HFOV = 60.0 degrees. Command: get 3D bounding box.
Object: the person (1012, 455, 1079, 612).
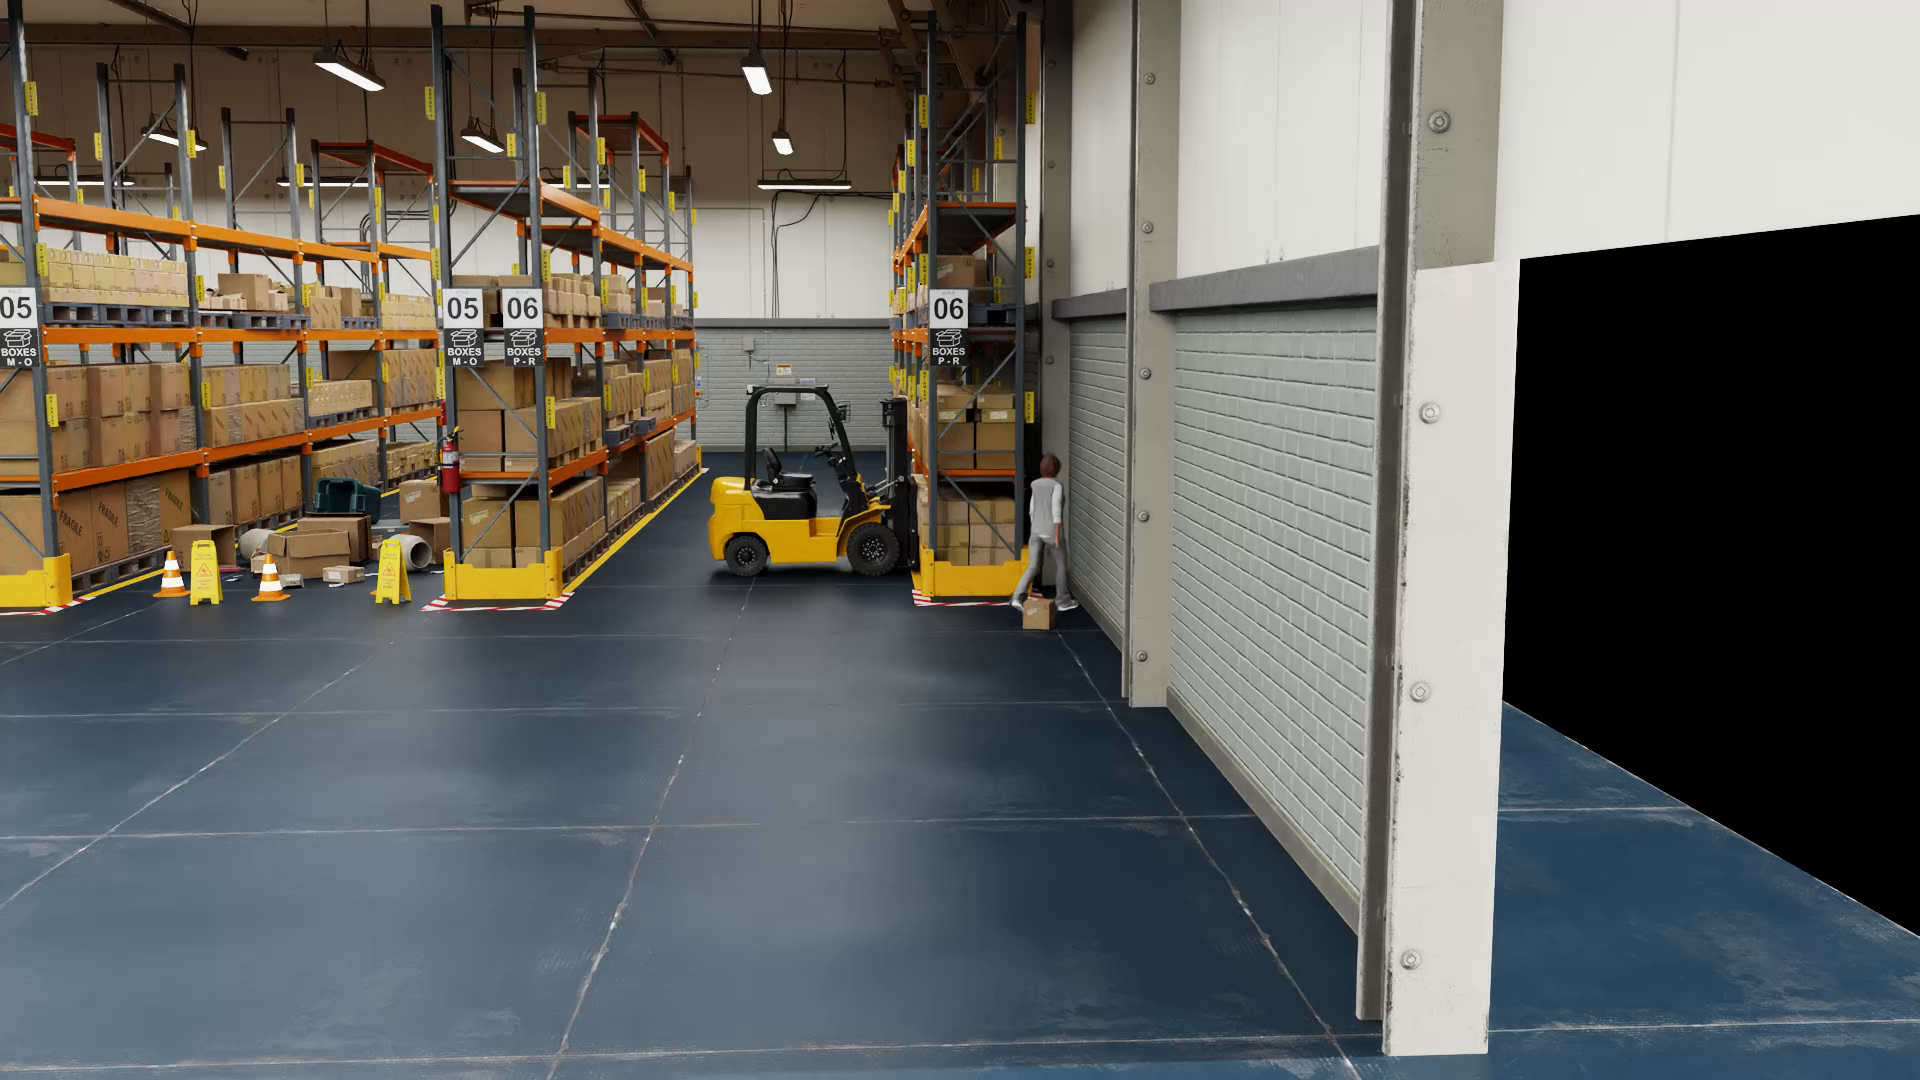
[{"bbox_3d":[0.824,-0.053,16.230,0.436,1.548,0.951,5,9,37],"label":"person"}]
